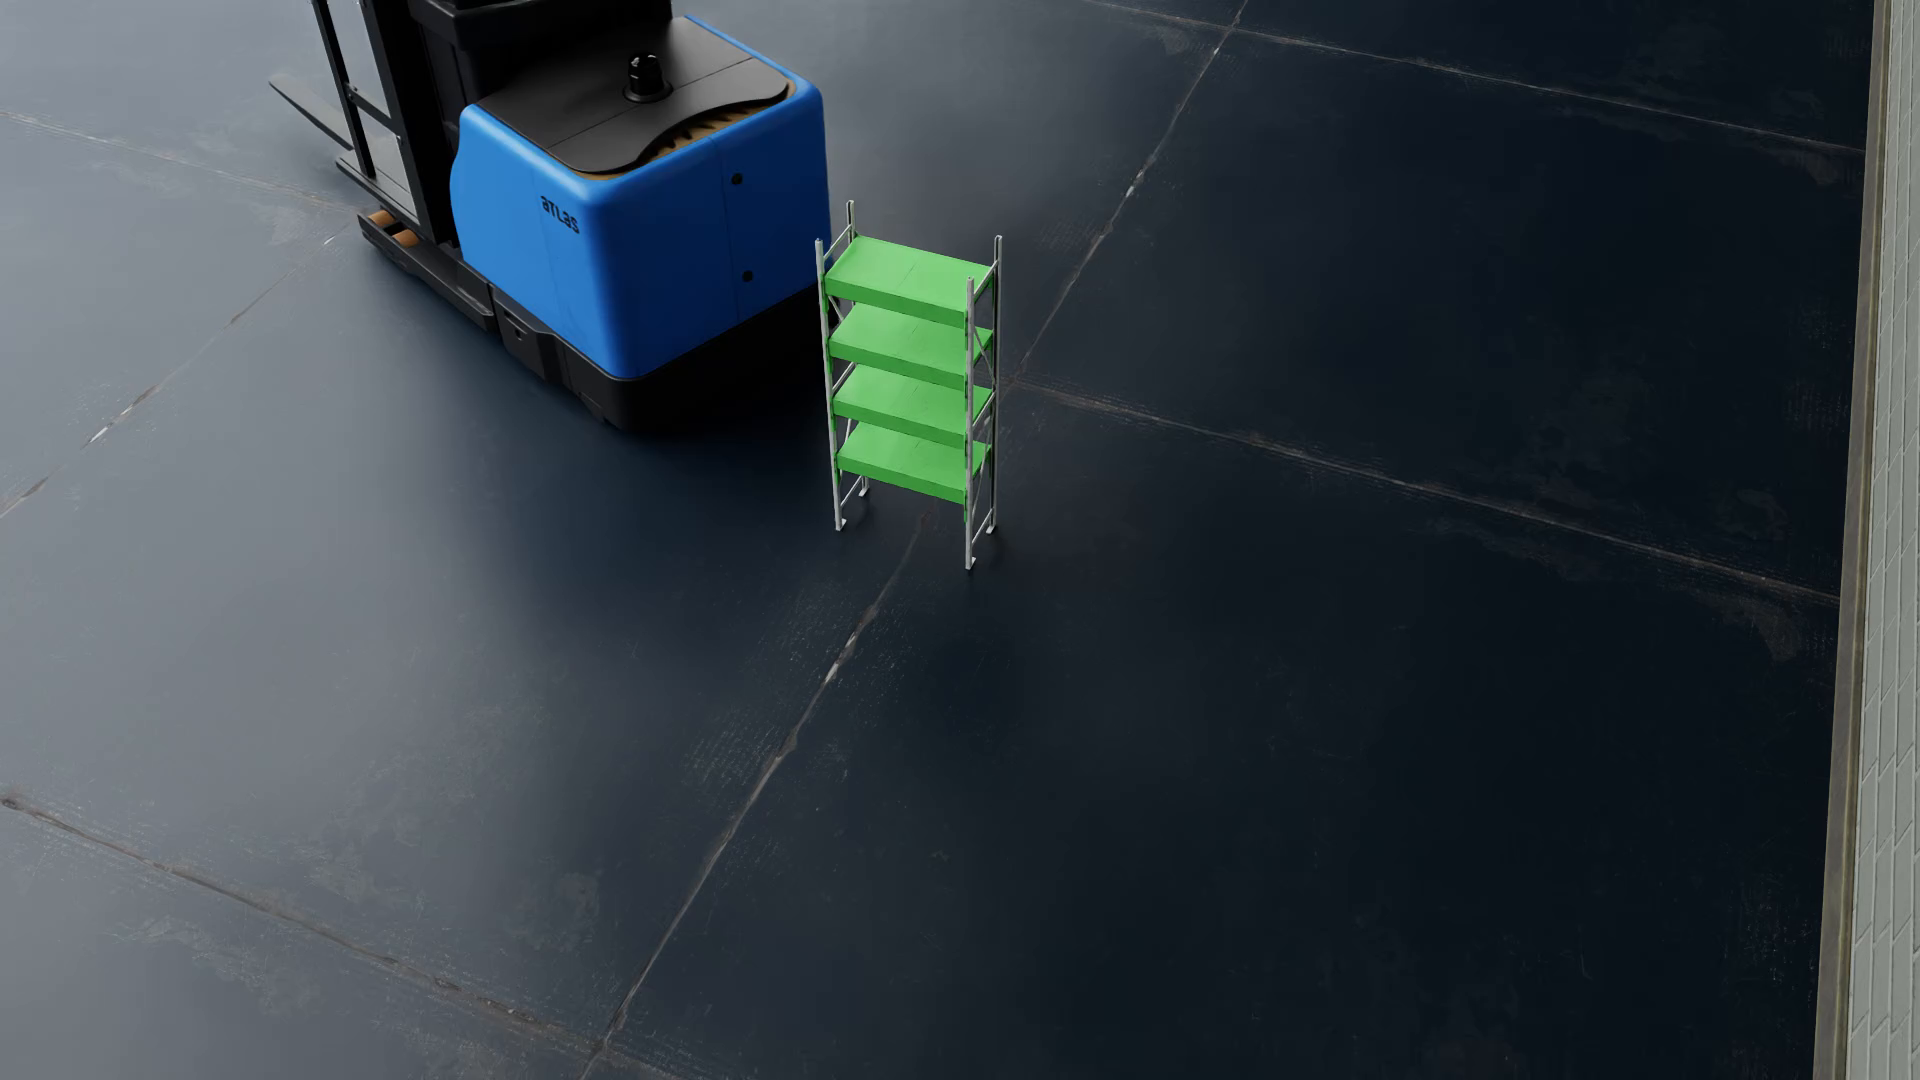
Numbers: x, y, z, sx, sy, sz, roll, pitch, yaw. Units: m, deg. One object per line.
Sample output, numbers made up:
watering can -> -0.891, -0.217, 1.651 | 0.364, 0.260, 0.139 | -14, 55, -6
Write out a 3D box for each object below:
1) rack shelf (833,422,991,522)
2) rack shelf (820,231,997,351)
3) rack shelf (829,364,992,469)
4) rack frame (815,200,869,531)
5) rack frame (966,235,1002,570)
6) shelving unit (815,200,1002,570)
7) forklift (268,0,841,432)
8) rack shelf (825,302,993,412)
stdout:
rack shelf -> -0.153, -0.255, 5.586 | 0.480, 0.148, 0.258 | 16, 47, 16
rack shelf -> -0.153, -0.765, 5.079 | 0.480, 0.148, 0.258 | 16, 47, 16
rack shelf -> -0.153, -0.425, 5.417 | 0.480, 0.148, 0.258 | 16, 47, 16
rack frame -> -0.378, -0.537, 5.439 | 0.015, 1.200, 0.240 | 16, 47, 16
rack frame -> 0.072, -0.404, 5.305 | 0.015, 1.200, 0.240 | 16, 47, 16
shelving unit -> -0.153, -0.470, 5.372 | 0.503, 1.200, 0.258 | 16, 47, 16
forklift -> -1.851, -2.374, 6.058 | 1.130, 2.935, 3.031 | -34, 54, -29
rack shelf -> -0.153, -0.595, 5.248 | 0.480, 0.148, 0.258 | 16, 47, 16
